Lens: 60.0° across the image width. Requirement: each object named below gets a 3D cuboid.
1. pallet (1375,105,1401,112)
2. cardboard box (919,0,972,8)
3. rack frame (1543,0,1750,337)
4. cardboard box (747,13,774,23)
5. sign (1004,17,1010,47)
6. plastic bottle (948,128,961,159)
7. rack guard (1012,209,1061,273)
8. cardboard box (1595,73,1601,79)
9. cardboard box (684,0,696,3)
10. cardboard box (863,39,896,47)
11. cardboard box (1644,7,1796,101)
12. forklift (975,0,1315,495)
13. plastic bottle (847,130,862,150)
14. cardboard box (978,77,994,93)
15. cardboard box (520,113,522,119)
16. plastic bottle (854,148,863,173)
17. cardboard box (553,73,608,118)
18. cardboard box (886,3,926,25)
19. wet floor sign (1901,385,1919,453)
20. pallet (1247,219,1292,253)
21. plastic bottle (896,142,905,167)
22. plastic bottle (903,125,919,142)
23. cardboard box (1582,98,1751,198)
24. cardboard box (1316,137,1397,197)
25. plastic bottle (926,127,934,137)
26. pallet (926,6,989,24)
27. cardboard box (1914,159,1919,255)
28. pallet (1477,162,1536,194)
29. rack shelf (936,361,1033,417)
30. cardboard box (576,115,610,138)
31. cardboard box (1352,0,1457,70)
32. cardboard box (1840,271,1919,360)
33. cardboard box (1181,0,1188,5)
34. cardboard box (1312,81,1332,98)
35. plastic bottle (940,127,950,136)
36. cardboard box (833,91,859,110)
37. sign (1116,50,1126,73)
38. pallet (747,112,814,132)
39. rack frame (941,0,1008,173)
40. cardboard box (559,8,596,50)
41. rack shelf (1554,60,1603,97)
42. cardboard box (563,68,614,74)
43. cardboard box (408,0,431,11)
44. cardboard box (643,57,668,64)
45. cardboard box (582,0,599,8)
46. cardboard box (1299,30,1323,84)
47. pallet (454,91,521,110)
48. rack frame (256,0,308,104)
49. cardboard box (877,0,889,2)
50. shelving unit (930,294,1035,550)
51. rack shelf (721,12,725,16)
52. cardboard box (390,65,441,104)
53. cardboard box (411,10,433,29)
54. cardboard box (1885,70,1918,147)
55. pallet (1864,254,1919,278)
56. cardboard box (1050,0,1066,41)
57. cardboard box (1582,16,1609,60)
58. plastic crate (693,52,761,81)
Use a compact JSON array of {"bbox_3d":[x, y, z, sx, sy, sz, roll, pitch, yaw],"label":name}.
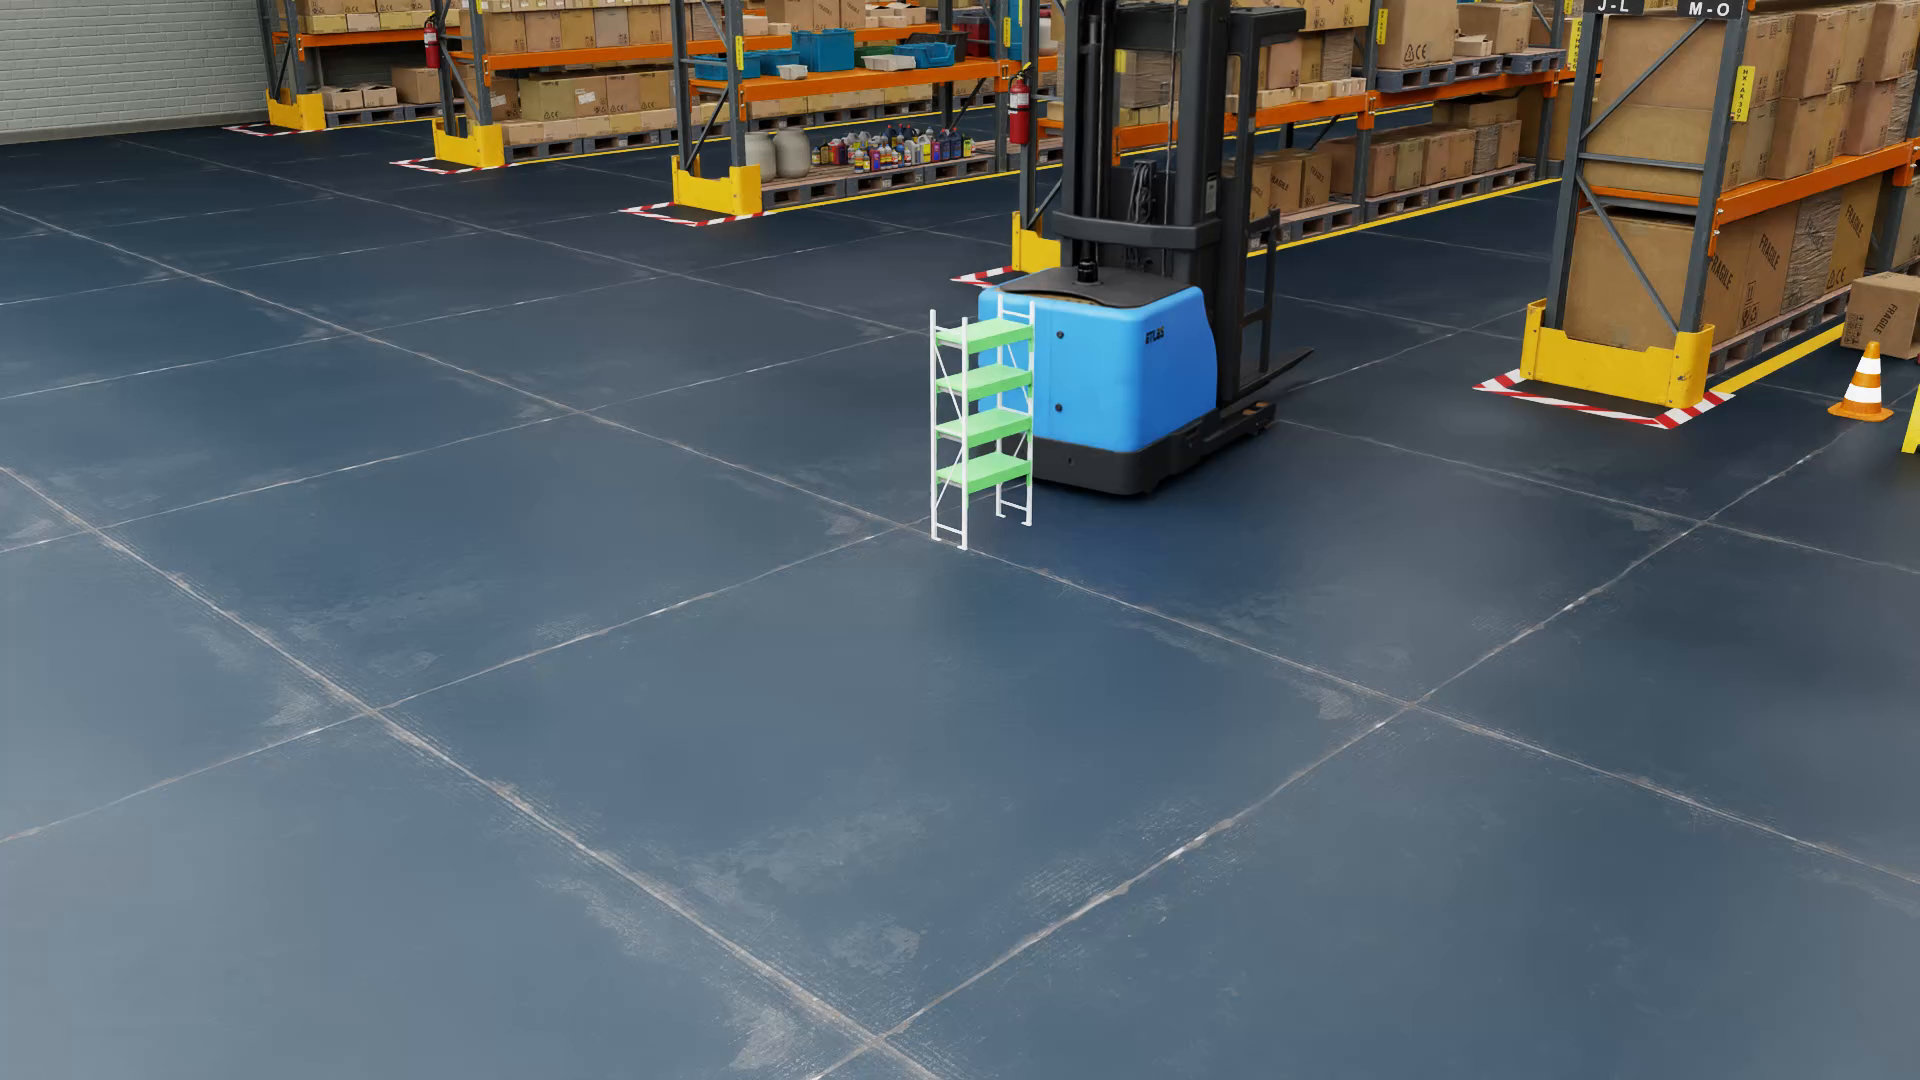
[{"bbox_3d":[6.231,-6.926,26.300,1.003,0.211,1.213,19,28,41],"label":"pallet"},{"bbox_3d":[-0.232,-8.674,26.236,0.700,0.500,0.500,9,23,23],"label":"cardboard box"},{"bbox_3d":[4.407,-2.437,10.734,1.000,3.000,0.127,19,28,41],"label":"rack frame"},{"bbox_3d":[-2.899,-7.422,23.892,0.396,0.266,0.258,18,28,39],"label":"cardboard box"},{"bbox_3d":[0.552,-5.961,19.517,0.100,0.325,0.005,19,28,41],"label":"sign"},{"bbox_3d":[-0.078,-4.704,19.710,0.144,0.351,0.185,18,28,39],"label":"plastic bottle"},{"bbox_3d":[0.977,-2.557,14.531,1.175,0.500,0.348,19,28,41],"label":"rack guard"},{"bbox_3d":[7.628,-5.365,20.727,1.225,0.875,0.875,19,28,41],"label":"cardboard box"},{"bbox_3d":[-3.772,-7.308,22.363,0.380,0.149,0.250,18,28,39],"label":"cardboard box"},{"bbox_3d":[-1.712,-9.501,31.524,0.750,0.750,0.750,20,28,41],"label":"cardboard box"},{"bbox_3d":[5.011,-3.261,11.165,0.875,0.550,0.550,19,28,41],"label":"cardboard box"},{"bbox_3d":[1.316,-2.087,9.919,1.130,2.935,3.031,13,25,31],"label":"forklift"},{"bbox_3d":[-1.253,-4.632,19.524,0.185,0.351,0.144,-19,28,-40],"label":"plastic bottle"},{"bbox_3d":[0.293,-7.461,26.677,0.500,0.500,0.500,18,27,39],"label":"cardboard box"},{"bbox_3d":[-5.669,-5.441,21.796,0.500,0.250,0.500,19,28,41],"label":"cardboard box"},{"bbox_3d":[-1.137,-4.264,18.677,0.097,0.271,0.097,0,21,0],"label":"plastic bottle"},{"bbox_3d":[-4.951,-5.790,21.660,0.500,0.500,0.500,19,28,41],"label":"cardboard box"},{"bbox_3d":[-0.876,-8.117,25.636,0.500,0.311,0.500,-18,27,-39],"label":"cardboard box"},{"bbox_3d":[5.805,-0.835,9.848,0.267,0.644,0.232,14,25,32],"label":"wet floor sign"},{"bbox_3d":[2.420,-2.935,15.915,1.003,0.211,1.213,19,28,41],"label":"pallet"},{"bbox_3d":[-0.687,-4.430,19.109,0.097,0.271,0.097,0,21,0],"label":"plastic bottle"},{"bbox_3d":[-0.592,-4.802,19.965,0.144,0.351,0.185,19,28,41],"label":"plastic bottle"},{"bbox_3d":[4.633,-2.614,10.985,0.875,0.550,0.550,19,28,41],"label":"cardboard box"},{"bbox_3d":[4.158,-3.924,17.473,0.700,0.500,0.500,17,27,37],"label":"cardboard box"},{"bbox_3d":[-0.371,-4.932,20.415,0.097,0.271,0.097,0,21,0],"label":"plastic bottle"},{"bbox_3d":[-0.168,-8.344,26.369,1.213,0.211,1.003,19,28,41],"label":"pallet"},{"bbox_3d":[8.241,-3.040,14.854,1.050,0.750,0.750,19,28,41],"label":"cardboard box"},{"bbox_3d":[5.958,-4.259,19.361,1.003,0.211,1.213,19,28,41],"label":"pallet"},{"bbox_3d":[0.115,-0.767,8.407,0.258,0.148,0.480,19,28,41],"label":"rack shelf"},{"bbox_3d":[-4.943,-5.437,21.788,0.500,0.250,0.500,19,28,41],"label":"cardboard box"},{"bbox_3d":[4.368,-5.378,16.964,1.000,1.000,1.000,19,28,41],"label":"cardboard box"},{"bbox_3d":[6.850,-1.644,12.151,0.500,0.500,0.500,-14,25,-33],"label":"cardboard box"},{"bbox_3d":[1.856,-4.557,14.301,0.500,0.500,0.500,19,28,41],"label":"cardboard box"},{"bbox_3d":[3.376,-4.376,16.128,0.380,0.149,0.250,19,28,41],"label":"cardboard box"},{"bbox_3d":[-0.181,-4.740,19.804,0.144,0.351,0.185,19,28,41],"label":"plastic bottle"},{"bbox_3d":[-1.850,-6.563,24.715,0.500,0.250,0.500,-20,28,-41],"label":"cardboard box"},{"bbox_3d":[1.312,-3.973,13.523,0.100,0.325,0.005,19,28,41],"label":"sign"},{"bbox_3d":[-2.895,-6.111,24.178,1.003,0.211,1.213,19,28,41],"label":"pallet"},{"bbox_3d":[0.165,-5.972,19.932,1.000,3.000,0.127,19,28,41],"label":"rack frame"},{"bbox_3d":[-5.123,-6.611,21.453,0.700,0.500,0.500,19,28,41],"label":"cardboard box"},{"bbox_3d":[7.900,-5.939,20.849,1.077,0.370,4.000,19,28,41],"label":"rack shelf"},{"bbox_3d":[-4.974,-6.049,22.333,0.500,0.500,0.500,19,28,41],"label":"cardboard box"},{"bbox_3d":[-8.107,-8.152,24.739,0.500,0.500,0.500,-19,28,-40],"label":"cardboard box"},{"bbox_3d":[-5.376,-8.082,28.293,0.700,0.500,0.500,19,28,40],"label":"cardboard box"},{"bbox_3d":[-4.847,-6.913,21.335,0.380,0.149,0.250,19,28,40],"label":"cardboard box"},{"bbox_3d":[2.982,-4.698,16.063,0.875,0.500,0.500,19,28,41],"label":"cardboard box"},{"bbox_3d":[-7.376,-6.969,26.411,1.003,0.211,1.213,19,28,41],"label":"pallet"},{"bbox_3d":[-9.723,-7.424,23.708,1.000,3.000,0.127,19,28,41],"label":"rack frame"},{"bbox_3d":[-1.544,-10.172,31.180,0.250,0.149,0.380,-20,28,-41],"label":"cardboard box"},{"bbox_3d":[0.115,-0.603,8.470,0.258,1.200,0.503,19,28,41],"label":"shelving unit"},{"bbox_3d":[-5.538,-8.630,27.850,1.077,0.370,4.000,19,28,41],"label":"rack shelf"},{"bbox_3d":[-8.231,-6.940,25.321,0.700,0.500,0.500,17,27,37],"label":"cardboard box"},{"bbox_3d":[-8.090,-7.805,24.881,0.500,0.250,0.500,20,28,41],"label":"cardboard box"},{"bbox_3d":[6.948,-3.438,13.128,0.875,0.550,0.550,19,28,41],"label":"cardboard box"},{"bbox_3d":[7.681,-2.381,14.475,1.003,0.211,1.213,19,28,41],"label":"pallet"},{"bbox_3d":[1.130,-4.560,14.310,0.500,0.500,0.500,19,28,41],"label":"cardboard box"},{"bbox_3d":[7.397,-5.998,19.858,0.500,0.500,0.500,18,28,39],"label":"cardboard box"},{"bbox_3d":[-2.490,-5.078,17.813,0.499,0.251,0.616,19,28,41],"label":"plastic crate"}]
